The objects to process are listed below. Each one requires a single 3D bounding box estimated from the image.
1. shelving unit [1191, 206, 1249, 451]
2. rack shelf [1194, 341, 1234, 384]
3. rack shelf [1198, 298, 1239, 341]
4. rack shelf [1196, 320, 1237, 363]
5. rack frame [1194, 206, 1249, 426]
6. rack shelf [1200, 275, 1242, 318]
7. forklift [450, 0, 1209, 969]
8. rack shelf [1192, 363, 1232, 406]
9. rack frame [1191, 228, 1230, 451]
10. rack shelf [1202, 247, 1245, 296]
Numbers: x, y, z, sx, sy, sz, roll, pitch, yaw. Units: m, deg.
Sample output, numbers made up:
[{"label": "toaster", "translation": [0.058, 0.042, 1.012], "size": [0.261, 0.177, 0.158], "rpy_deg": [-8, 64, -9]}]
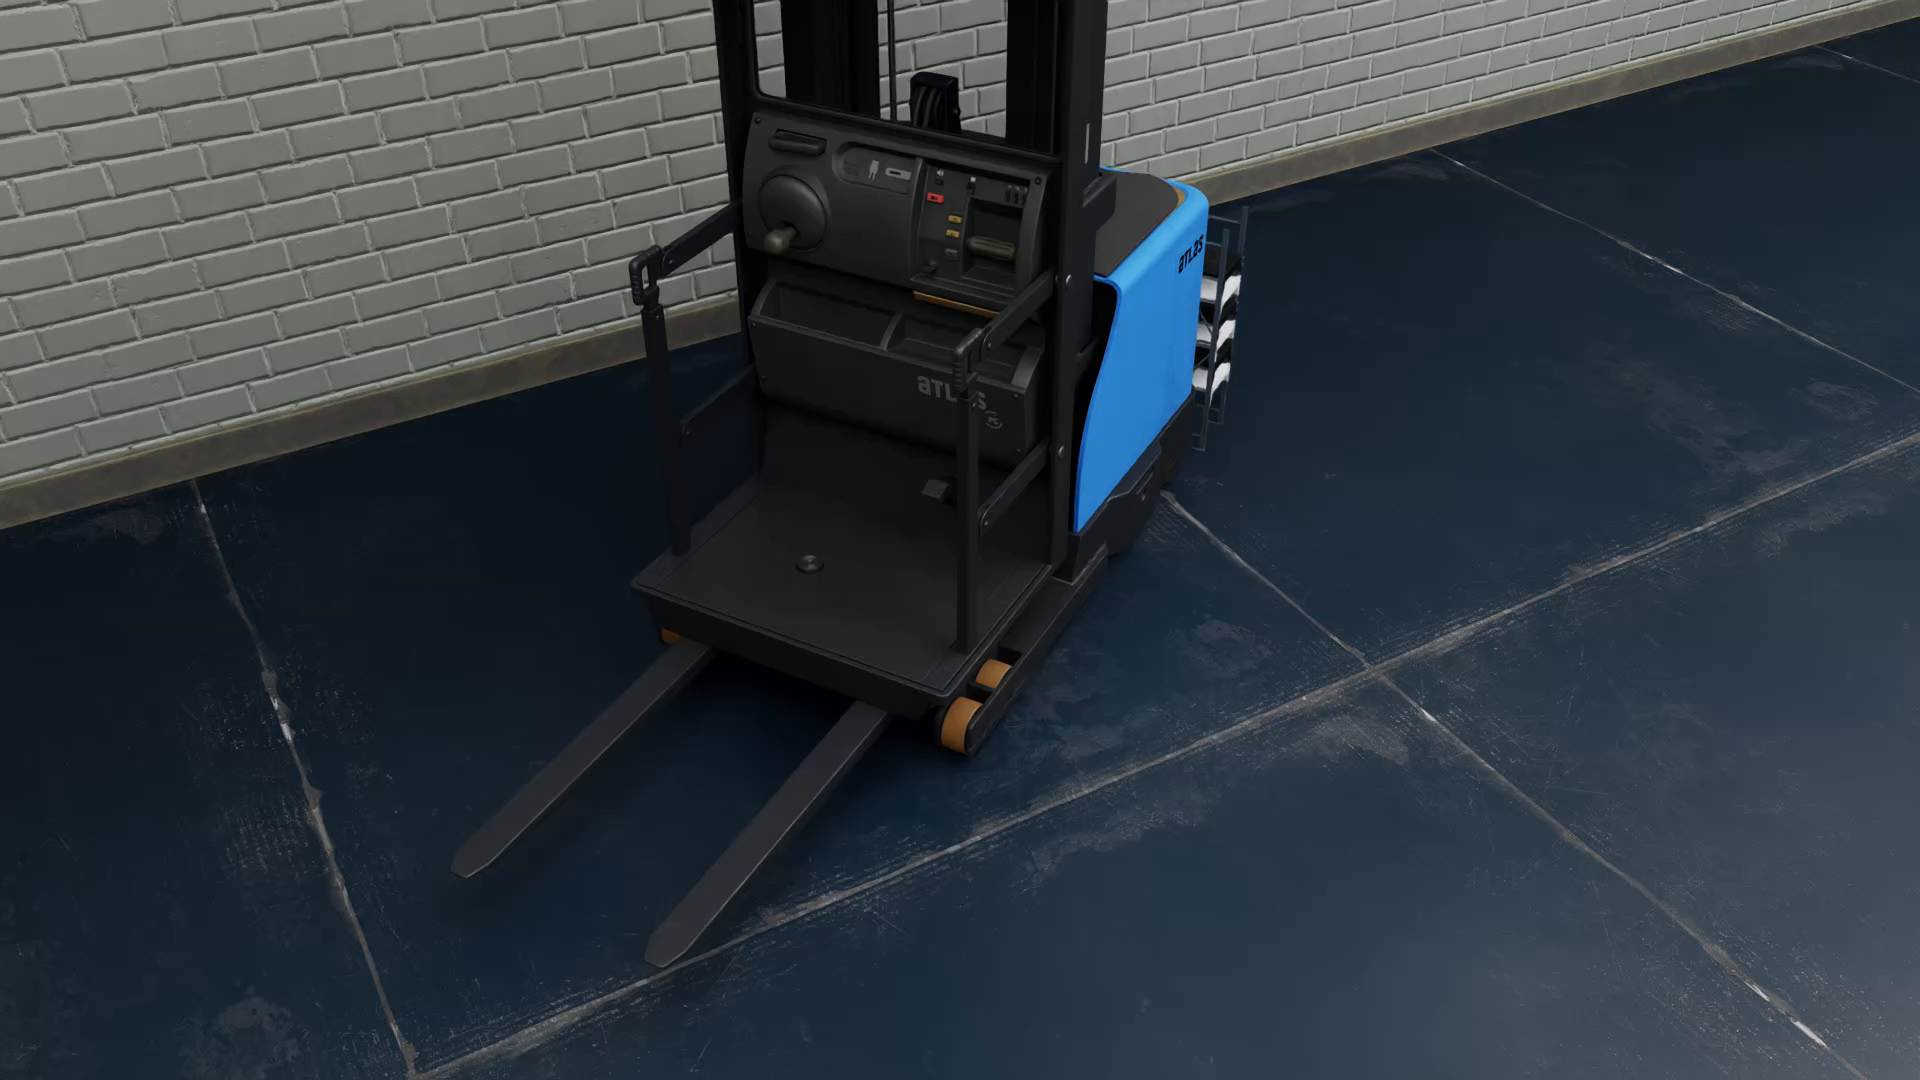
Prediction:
[{"label": "shelving unit", "translation": [0.853, -0.780, 6.053], "size": [0.258, 0.900, 0.210], "rpy_deg": [17, 39, 21]}, {"label": "rack shelf", "translation": [0.852, -0.680, 6.126], "size": [0.258, 0.077, 0.200], "rpy_deg": [17, 39, 21]}, {"label": "rack shelf", "translation": [0.853, -0.826, 6.019], "size": [0.258, 0.077, 0.200], "rpy_deg": [17, 39, 21]}, {"label": "rack shelf", "translation": [0.853, -0.753, 6.072], "size": [0.258, 0.077, 0.200], "rpy_deg": [17, 39, 21]}, {"label": "rack frame", "translation": [0.898, -0.833, 6.127], "size": [0.240, 0.900, 0.006], "rpy_deg": [17, 39, 21]}, {"label": "rack shelf", "translation": [0.854, -0.899, 5.966], "size": [0.258, 0.077, 0.200], "rpy_deg": [17, 39, 21]}, {"label": "forklift", "translation": [-0.293, -0.860, 4.442], "size": [1.130, 2.935, 3.031], "rpy_deg": [17, 40, 22]}, {"label": "rack shelf", "translation": [0.851, -0.608, 6.179], "size": [0.258, 0.077, 0.200], "rpy_deg": [17, 39, 21]}, {"label": "rack frame", "translation": [0.808, -0.727, 5.979], "size": [0.240, 0.900, 0.006], "rpy_deg": [17, 39, 21]}, {"label": "rack shelf", "translation": [0.855, -0.971, 5.913], "size": [0.258, 0.077, 0.200], "rpy_deg": [17, 39, 21]}]
